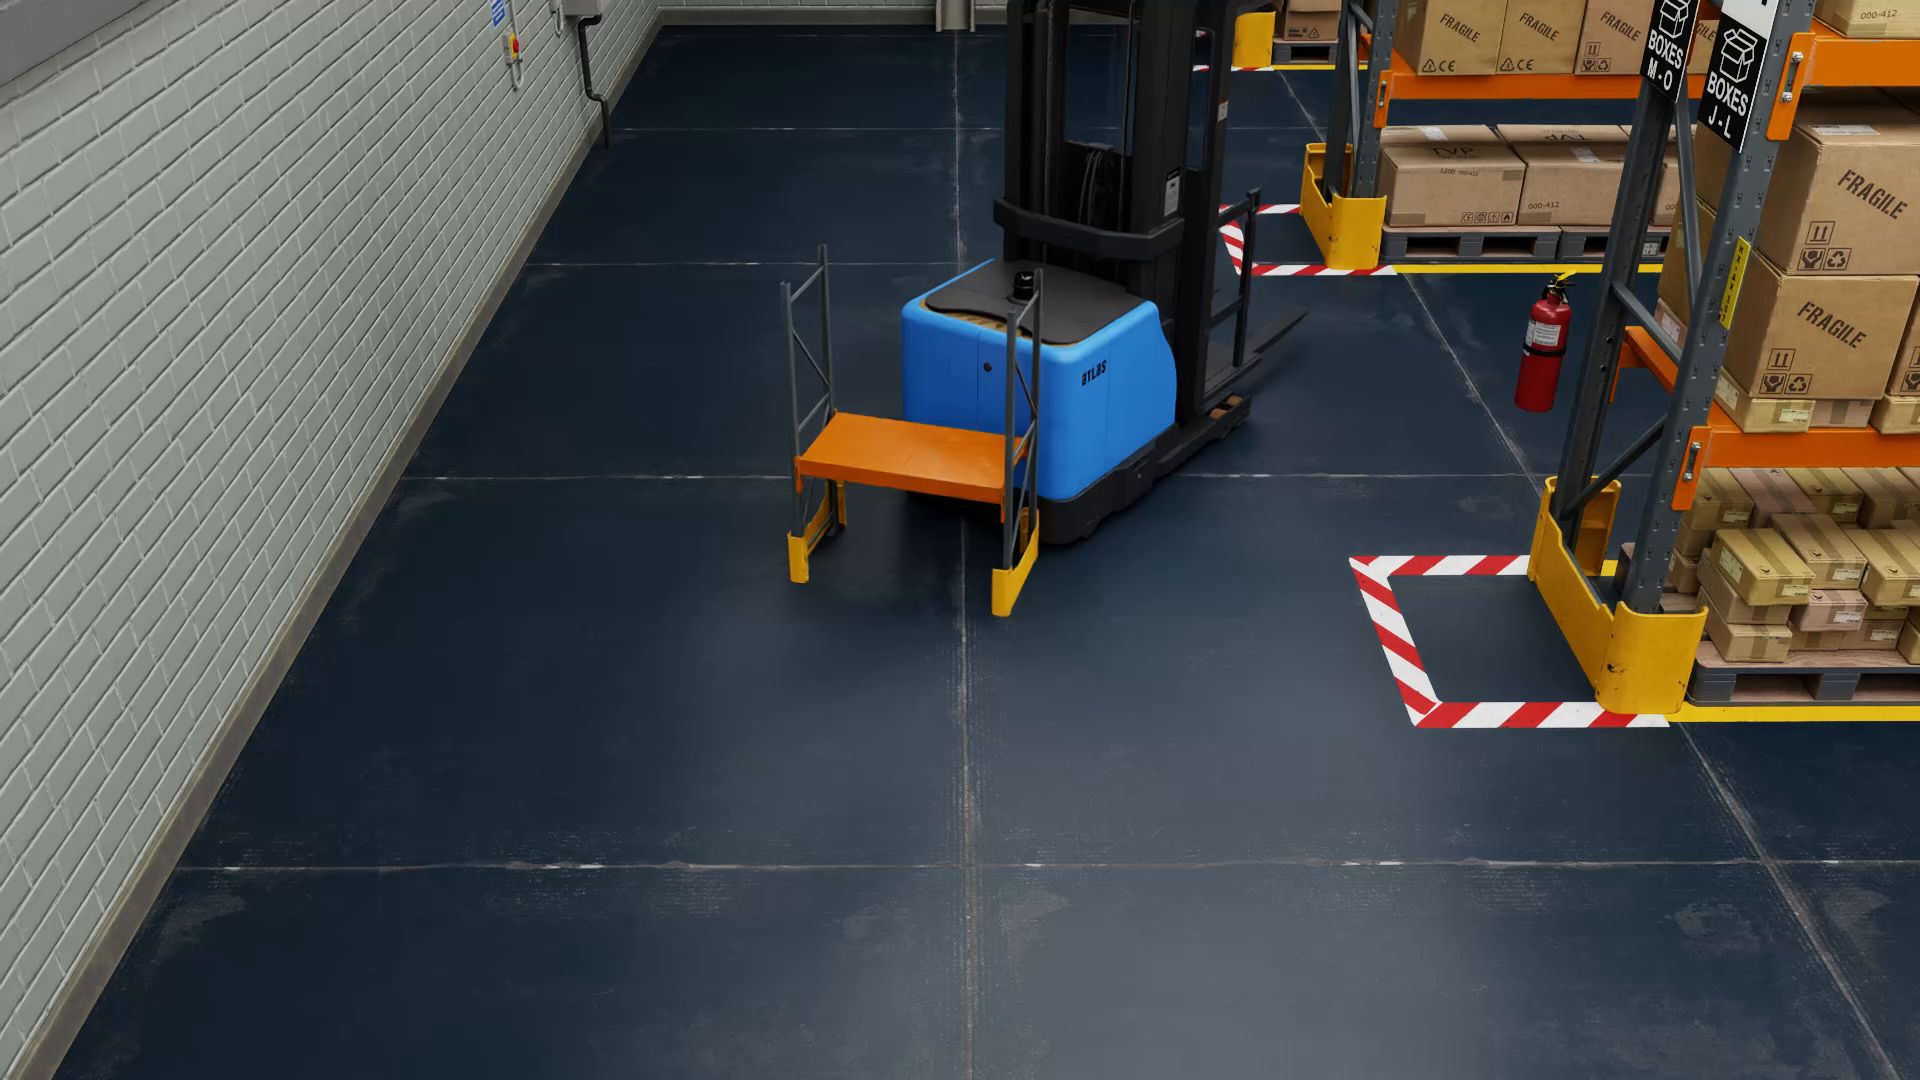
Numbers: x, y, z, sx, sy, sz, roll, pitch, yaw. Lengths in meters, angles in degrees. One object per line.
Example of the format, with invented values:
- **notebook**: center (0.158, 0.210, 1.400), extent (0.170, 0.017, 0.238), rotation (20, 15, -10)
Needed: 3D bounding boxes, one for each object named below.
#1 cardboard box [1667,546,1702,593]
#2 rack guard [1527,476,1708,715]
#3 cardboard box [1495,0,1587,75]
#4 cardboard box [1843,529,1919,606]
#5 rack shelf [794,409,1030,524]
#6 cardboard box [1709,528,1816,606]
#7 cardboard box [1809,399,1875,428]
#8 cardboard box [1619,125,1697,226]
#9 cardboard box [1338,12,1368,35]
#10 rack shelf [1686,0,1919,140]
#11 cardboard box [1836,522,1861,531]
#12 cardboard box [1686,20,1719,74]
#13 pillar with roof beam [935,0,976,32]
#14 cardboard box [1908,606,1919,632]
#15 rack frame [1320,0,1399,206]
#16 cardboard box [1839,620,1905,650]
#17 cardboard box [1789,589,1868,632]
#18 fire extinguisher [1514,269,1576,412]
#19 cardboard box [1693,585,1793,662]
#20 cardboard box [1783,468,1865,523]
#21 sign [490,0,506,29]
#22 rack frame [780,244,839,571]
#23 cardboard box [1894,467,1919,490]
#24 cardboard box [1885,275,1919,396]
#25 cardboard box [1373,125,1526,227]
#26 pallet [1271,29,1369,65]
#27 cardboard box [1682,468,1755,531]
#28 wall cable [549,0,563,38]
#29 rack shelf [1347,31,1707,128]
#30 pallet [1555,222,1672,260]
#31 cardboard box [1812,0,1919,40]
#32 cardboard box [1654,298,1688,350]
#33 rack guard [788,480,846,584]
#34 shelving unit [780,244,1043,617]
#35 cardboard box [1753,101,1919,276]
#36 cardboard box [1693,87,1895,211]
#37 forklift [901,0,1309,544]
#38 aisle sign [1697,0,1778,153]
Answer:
- **cardboard box**: center (3.345, 0.081, 7.568), extent (0.250, 0.149, 0.380), rotation (0, 31, 1)
- **rack guard**: center (2.895, 0.220, 7.406), extent (0.348, 0.500, 1.175), rotation (0, 31, 0)
- **cardboard box**: center (3.676, -3.327, 10.746), extent (0.500, 0.500, 0.500), rotation (-1, 31, -1)
- **cardboard box**: center (3.873, 0.113, 6.941), extent (0.250, 0.149, 0.380), rotation (0, 31, 0)
- **rack shelf**: center (-0.206, -0.354, 7.734), extent (1.000, 0.185, 0.538), rotation (9, 32, 14)
- **cardboard box**: center (3.345, 0.111, 6.945), extent (0.250, 0.149, 0.380), rotation (-2, 31, -3)
- **cardboard box**: center (3.400, -0.594, 6.580), extent (0.250, 0.149, 0.380), rotation (1, 31, 1)
- **cardboard box**: center (5.165, -2.563, 11.648), extent (0.875, 0.438, 0.875), rotation (-1, 31, -2)
- **cardboard box**: center (3.692, -4.885, 15.754), extent (0.250, 0.149, 0.380), rotation (-1, 31, -2)
- **rack shelf**: center (4.819, -1.830, 6.176), extent (4.000, 0.370, 1.077), rotation (0, 31, 0)
- **cardboard box**: center (3.865, -0.089, 7.561), extent (0.250, 0.149, 0.380), rotation (-1, 31, -2)
- **cardboard box**: center (4.686, -3.330, 10.750), extent (0.500, 0.500, 0.500), rotation (1, 31, 1)
- **pillar with roof beam**: center (-0.021, -6.781, 10.752), extent (0.400, 9.000, 9.100), rotation (0, 31, 0)
- **cardboard box**: center (4.121, 0.232, 7.032), extent (0.250, 0.149, 0.380), rotation (1, 31, 1)
- **rack frame**: center (2.689, -3.416, 10.988), extent (0.127, 3.000, 1.000), rotation (0, 31, 0)
- **cardboard box**: center (3.855, 0.307, 7.195), extent (0.250, 0.149, 0.380), rotation (0, 31, 0)
- **cardboard box**: center (3.619, 0.223, 7.047), extent (0.250, 0.149, 0.380), rotation (0, 31, -1)
- **fire extinguisher**: center (2.565, -0.895, 7.267), extent (0.183, 0.674, 0.296), rotation (0, 31, 0)
- **cardboard box**: center (3.345, 0.355, 7.116), extent (0.250, 0.149, 0.380), rotation (0, 31, 1)
- **cardboard box**: center (3.857, -0.234, 7.515), extent (0.250, 0.149, 0.380), rotation (-1, 31, -1)
- **sign**: center (-3.011, -3.476, 10.828), extent (0.001, 0.218, 0.327), rotation (0, 31, 0)
- **rack frame**: center (-0.693, -0.583, 7.765), extent (0.032, 1.500, 0.500), rotation (9, 32, 14)
- **cardboard box**: center (4.385, -0.232, 7.511), extent (0.250, 0.149, 0.380), rotation (1, 31, 2)
- **cardboard box**: center (3.805, -0.891, 6.444), extent (0.500, 0.500, 0.500), rotation (0, 31, 0)
- **cardboard box**: center (3.348, -2.554, 11.633), extent (0.875, 0.438, 0.875), rotation (-1, 31, -2)
- **pallet**: center (3.528, -4.802, 15.961), extent (1.213, 0.211, 1.003), rotation (0, 31, 0)
- **cardboard box**: center (3.347, -0.197, 7.453), extent (0.250, 0.149, 0.380), rotation (0, 31, 0)
- **wall cable**: center (-2.970, -4.556, 11.888), extent (0.122, 1.984, 0.588), rotation (0, 31, 0)
- **rack shelf**: center (4.689, -3.115, 11.185), extent (4.000, 0.370, 1.077), rotation (0, 31, 0)
- **pallet**: center (4.705, -2.269, 11.786), extent (1.213, 0.211, 1.003), rotation (0, 31, 0)
- **cardboard box**: center (3.270, -1.936, 5.801), extent (0.500, 0.250, 0.500), rotation (1, 31, 1)
- **cardboard box**: center (3.144, -0.889, 7.065), extent (0.250, 0.149, 0.380), rotation (0, 31, 0)
- **rack guard**: center (-0.691, -0.048, 8.089), extent (0.087, 0.250, 0.587), rotation (9, 32, 14)
- **shelving unit**: center (-0.214, -0.509, 7.643), extent (1.083, 1.500, 0.587), rotation (9, 32, 14)
- **cardboard box**: center (3.270, -1.310, 6.170), extent (0.500, 0.500, 0.500), rotation (0, 31, -1)
- **cardboard box**: center (3.276, -1.576, 6.609), extent (0.500, 0.500, 0.500), rotation (-1, 31, -1)
- **forklift**: center (0.970, -1.944, 8.628), extent (1.130, 2.935, 3.031), rotation (21, 37, 30)
- **aisle sign**: center (2.748, -1.804, 5.826), extent (0.004, 0.787, 0.394), rotation (0, 31, 0)
